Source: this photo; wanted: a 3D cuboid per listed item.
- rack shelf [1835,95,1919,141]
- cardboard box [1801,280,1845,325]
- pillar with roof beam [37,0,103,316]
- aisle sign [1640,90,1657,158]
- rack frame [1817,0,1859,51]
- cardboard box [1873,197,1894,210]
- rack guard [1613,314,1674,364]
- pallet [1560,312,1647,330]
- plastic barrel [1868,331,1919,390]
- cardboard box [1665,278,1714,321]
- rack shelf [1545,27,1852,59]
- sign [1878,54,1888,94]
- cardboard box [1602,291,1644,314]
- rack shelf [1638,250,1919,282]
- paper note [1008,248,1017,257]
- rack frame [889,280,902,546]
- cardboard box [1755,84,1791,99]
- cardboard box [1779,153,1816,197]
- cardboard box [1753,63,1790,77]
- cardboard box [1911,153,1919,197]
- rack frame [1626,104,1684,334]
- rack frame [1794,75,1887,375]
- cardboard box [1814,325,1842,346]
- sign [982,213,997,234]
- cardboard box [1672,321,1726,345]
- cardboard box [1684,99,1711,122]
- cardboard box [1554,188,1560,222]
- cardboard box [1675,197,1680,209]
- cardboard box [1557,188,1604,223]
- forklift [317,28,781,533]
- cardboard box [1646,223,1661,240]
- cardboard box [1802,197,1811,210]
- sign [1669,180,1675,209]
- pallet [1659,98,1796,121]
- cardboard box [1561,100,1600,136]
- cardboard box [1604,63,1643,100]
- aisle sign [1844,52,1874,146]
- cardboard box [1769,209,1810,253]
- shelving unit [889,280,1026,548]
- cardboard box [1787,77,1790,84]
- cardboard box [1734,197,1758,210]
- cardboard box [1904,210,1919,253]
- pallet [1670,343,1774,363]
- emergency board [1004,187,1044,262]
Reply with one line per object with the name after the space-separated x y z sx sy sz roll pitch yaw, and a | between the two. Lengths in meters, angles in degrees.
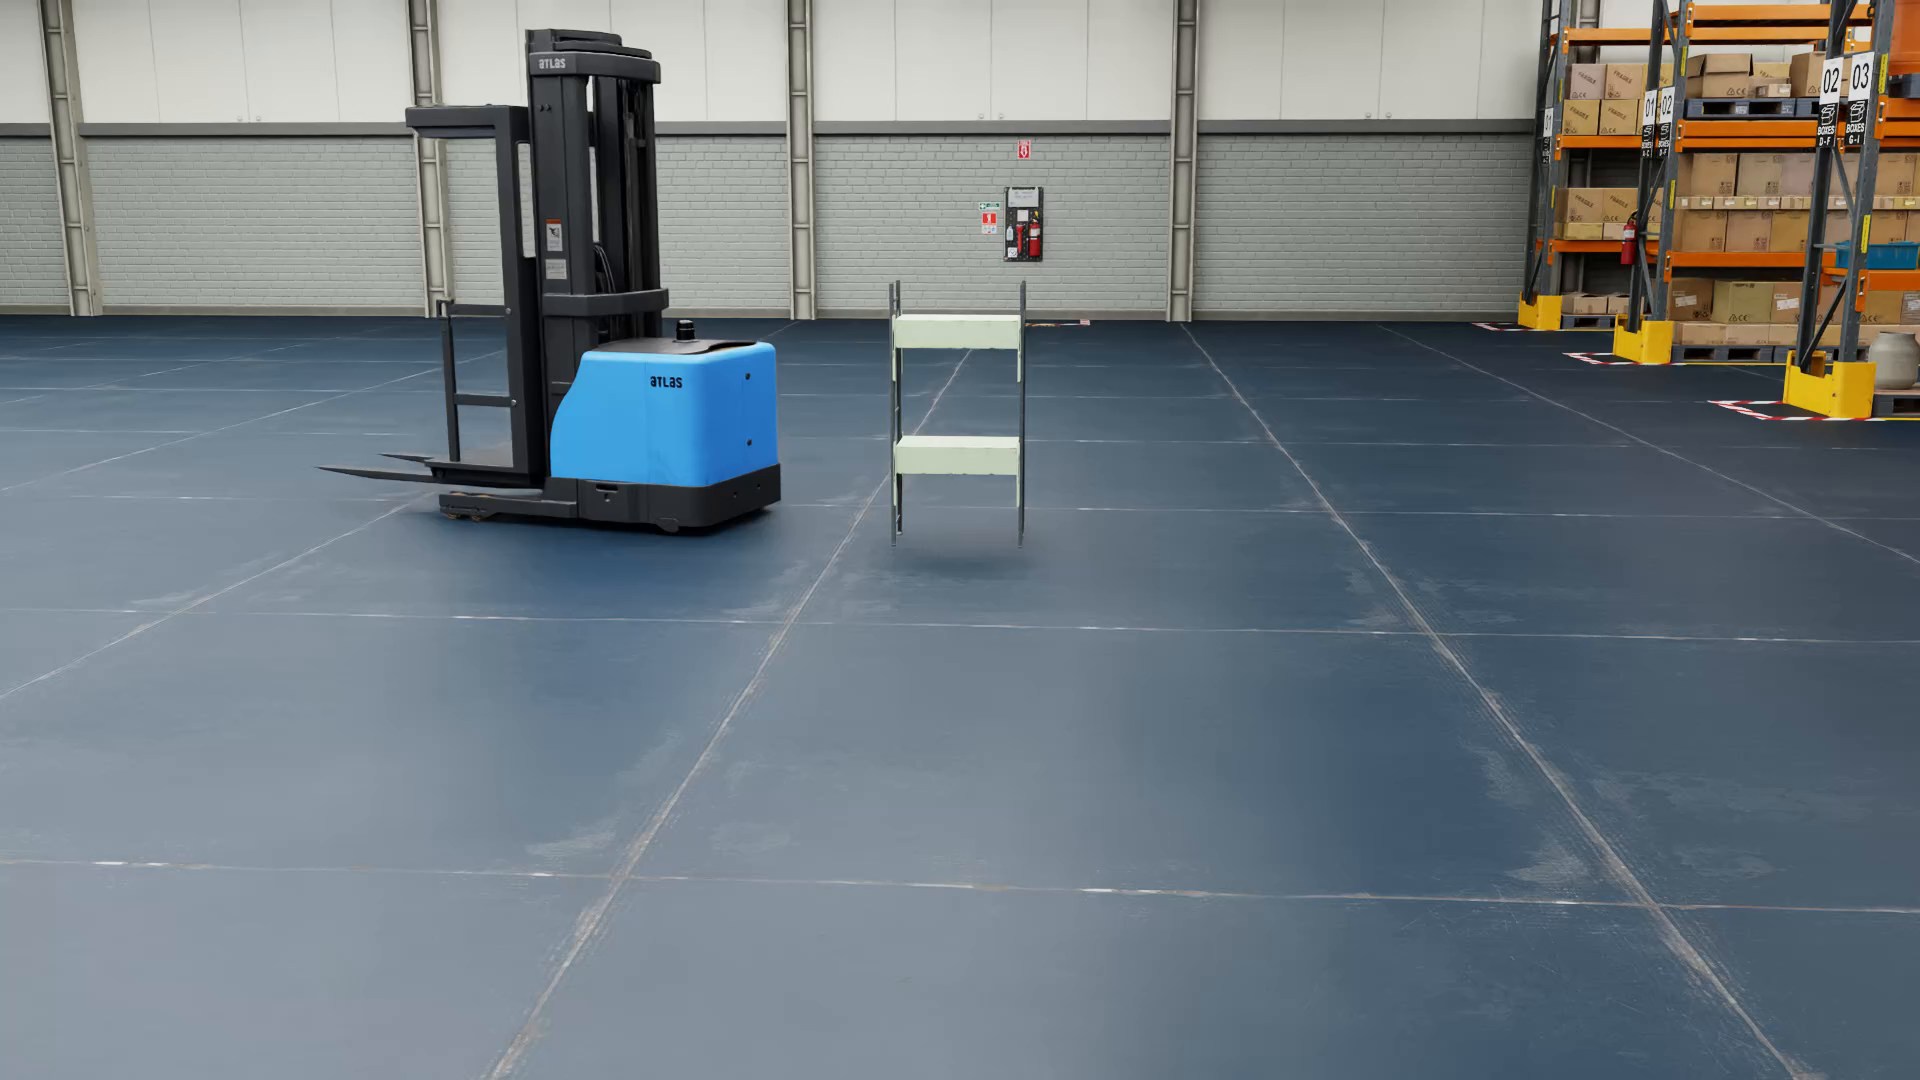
10.037 -3.770 14.894 4.000 0.370 1.077 1 12 4 | rack shelf
10.393 -2.846 19.904 0.500 0.500 0.500 1 12 4 | cardboard box
-14.774 -7.257 22.484 0.400 9.000 9.100 1 12 4 | pillar with roof beam
8.330 -5.026 20.120 0.004 0.787 0.394 1 12 4 | aisle sign
12.694 -7.587 24.058 0.127 3.000 1.000 1 12 4 | rack frame
10.815 -3.982 19.650 0.250 0.149 0.380 1 12 5 | cardboard box
8.352 -2.470 20.353 0.348 0.500 1.175 1 12 4 | rack guard
9.587 -3.321 25.127 1.213 0.211 1.003 1 12 4 | pallet
8.703 -1.675 15.502 0.421 0.512 0.421 0 12 0 | plastic barrel
8.931 -2.973 20.513 0.500 0.500 0.500 1 12 4 | cardboard box
10.699 -7.260 24.263 4.000 0.370 1.077 1 12 4 | rack shelf
8.000 -4.041 14.413 0.005 0.325 0.100 1 12 4 | sign
9.957 -3.568 24.993 0.500 0.311 0.500 2 12 8 | cardboard box
10.372 -3.313 20.038 4.000 0.370 1.077 1 12 4 | rack shelf
0.838 -4.581 26.493 0.142 0.148 0.016 1 12 4 | paper note
-0.372 -0.739 9.639 0.023 1.500 0.400 1 12 4 | rack frame
9.538 -5.260 19.508 0.250 0.149 0.380 1 12 4 | cardboard box
9.922 -4.354 19.845 0.500 0.500 0.700 1 12 4 | cardboard box
11.626 -6.623 24.044 0.500 0.500 0.500 1 12 7 | cardboard box
11.420 -4.333 19.746 0.500 0.500 0.700 1 12 4 | cardboard box
8.376 -3.693 20.096 0.127 3.000 1.000 1 12 4 | rack frame
8.041 -2.681 15.258 0.127 3.000 1.000 1 12 4 | rack frame
10.393 -2.479 19.982 0.500 0.250 0.500 1 12 4 | cardboard box
0.465 -5.042 26.457 0.234 0.329 0.001 1 12 4 | sign
8.896 -2.500 20.082 0.500 0.250 0.500 1 12 4 | cardboard box
10.608 -6.152 24.234 0.500 0.500 0.500 2 12 7 | cardboard box
9.188 -5.045 25.047 0.500 0.500 0.500 1 12 3 | cardboard box
8.770 -4.093 20.180 0.250 0.149 0.380 1 12 3 | cardboard box
9.160 -4.940 24.545 0.500 0.500 0.500 1 12 4 | cardboard box
-2.715 -1.647 10.481 3.031 2.935 1.130 5 13 21 | forklift
10.196 -4.557 24.546 0.500 0.250 0.500 1 12 3 | cardboard box
10.038 -3.993 19.701 0.250 0.149 0.380 1 12 3 | cardboard box
8.333 -4.042 19.457 0.005 0.325 0.100 1 12 4 | sign
9.080 -5.103 19.726 1.213 0.211 1.003 1 12 4 | pallet
9.020 -6.176 24.348 0.500 0.500 0.500 1 12 5 | cardboard box
9.569 -6.649 24.167 0.500 0.500 0.500 1 12 3 | cardboard box
7.950 -3.894 14.711 0.004 0.787 0.394 1 12 4 | aisle sign
9.860 -3.719 19.974 0.500 0.500 0.700 1 12 4 | cardboard box
-0.007 -0.734 9.615 0.755 1.500 0.431 1 12 4 | shelving unit
10.097 -5.422 19.886 0.500 0.311 0.500 2 12 10 | cardboard box
9.266 -4.003 19.751 0.250 0.149 0.380 1 12 4 | cardboard box
11.397 -3.698 19.875 0.500 0.500 0.700 1 12 3 | cardboard box
9.142 -2.326 20.372 1.213 0.211 1.003 1 12 4 | pallet
1.010 -4.996 26.324 0.643 1.169 0.194 1 12 4 | emergency board
